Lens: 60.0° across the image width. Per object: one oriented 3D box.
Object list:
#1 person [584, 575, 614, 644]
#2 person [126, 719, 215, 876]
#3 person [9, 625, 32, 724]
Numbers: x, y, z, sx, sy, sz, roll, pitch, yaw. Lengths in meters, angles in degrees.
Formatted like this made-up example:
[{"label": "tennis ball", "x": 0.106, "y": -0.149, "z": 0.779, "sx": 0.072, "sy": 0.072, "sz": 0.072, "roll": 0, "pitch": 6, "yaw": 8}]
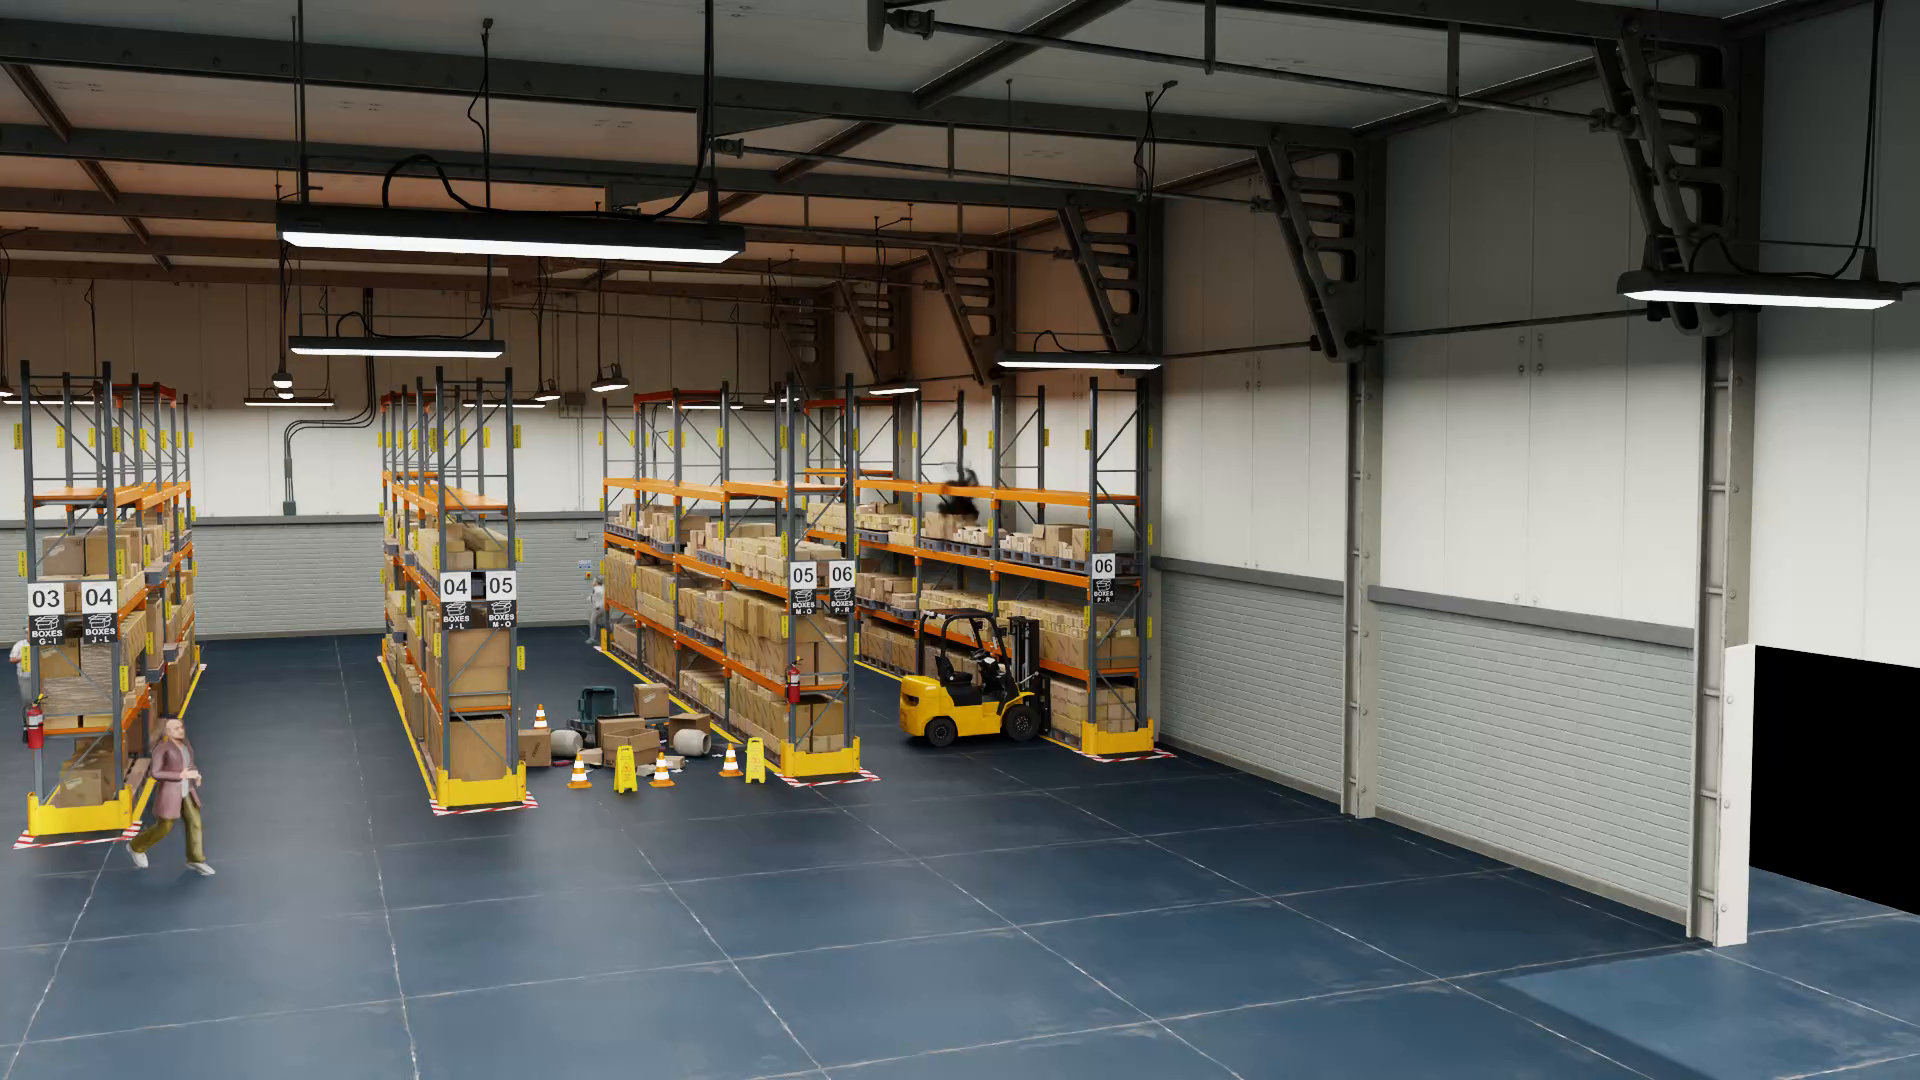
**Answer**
[{"label": "person", "x": -8.822, "y": 1.711, "z": 40.820, "sx": 0.847, "sy": 1.705, "sz": 0.626, "roll": 0, "pitch": 3, "yaw": -6}, {"label": "person", "x": -9.099, "y": 2.956, "z": 19.195, "sx": 1.059, "sy": 1.799, "sz": 0.718, "roll": 1, "pitch": 4, "yaw": 19}, {"label": "person", "x": -16.107, "y": 2.365, "z": 28.844, "sx": 0.647, "sy": 1.822, "sz": 0.816, "roll": -1, "pitch": 4, "yaw": -23}]
